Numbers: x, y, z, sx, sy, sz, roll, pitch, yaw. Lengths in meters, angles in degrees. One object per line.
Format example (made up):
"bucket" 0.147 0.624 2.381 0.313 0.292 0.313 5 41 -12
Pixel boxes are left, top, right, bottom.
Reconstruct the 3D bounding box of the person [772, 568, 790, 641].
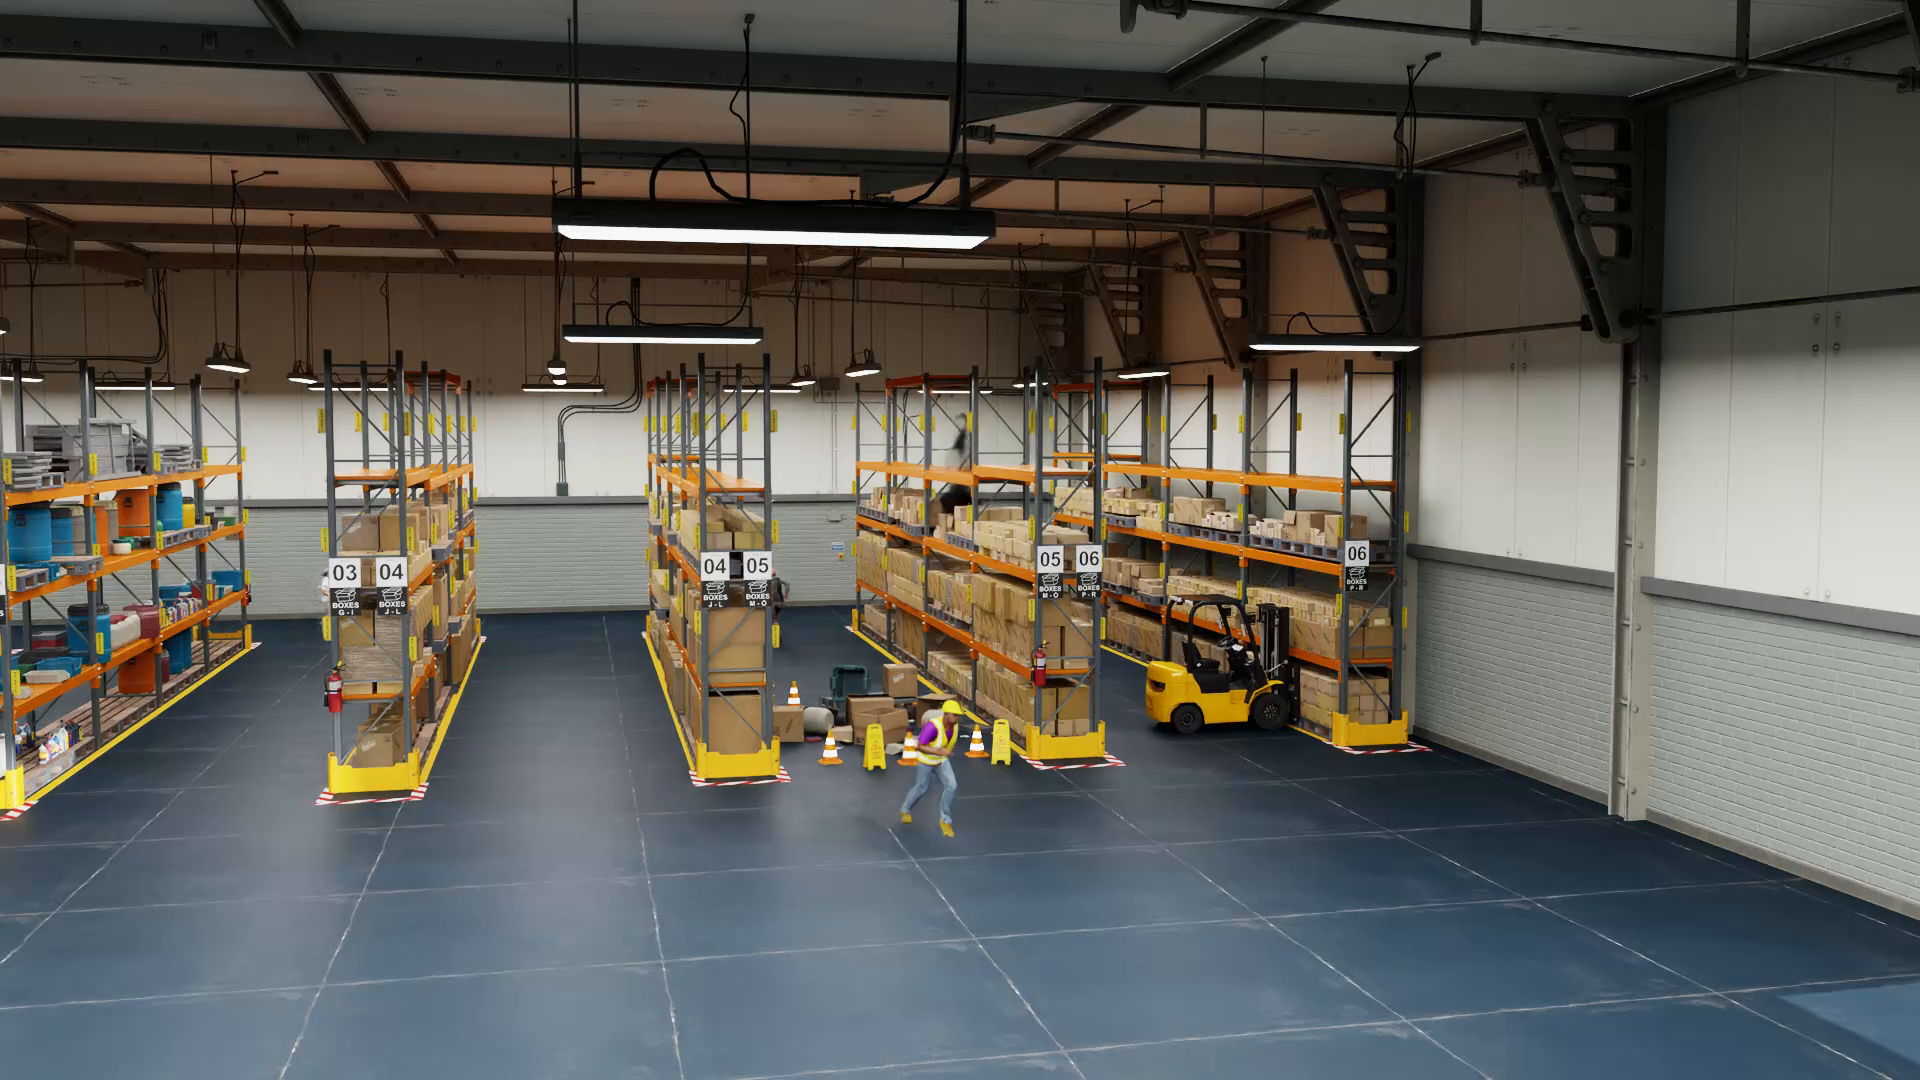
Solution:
"person" -4.257 1.503 38.176 0.647 1.691 0.924 -2 4 -25

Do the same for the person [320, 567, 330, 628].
"person" -14.933 1.458 39.423 0.569 1.606 0.603 0 4 -6

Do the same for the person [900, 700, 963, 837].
"person" -0.342 2.777 20.432 1.035 1.714 0.747 4 6 44
